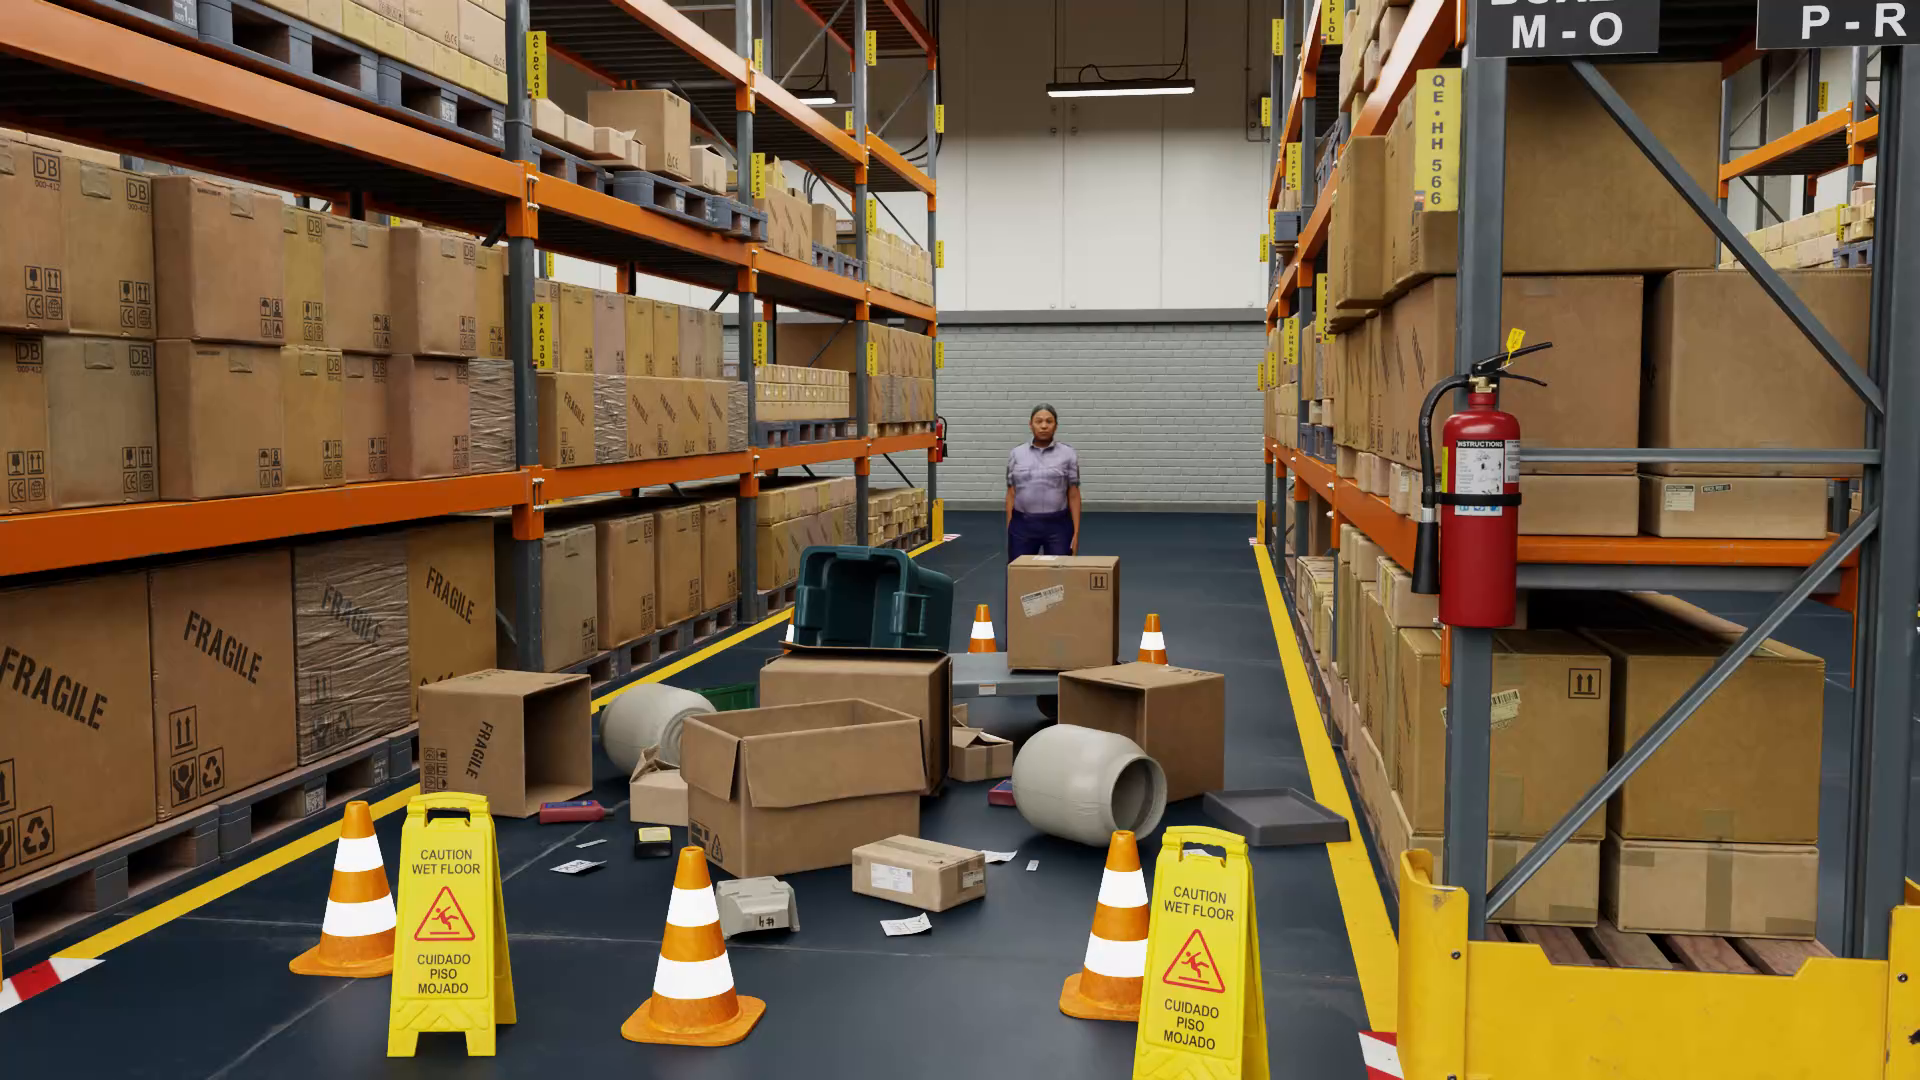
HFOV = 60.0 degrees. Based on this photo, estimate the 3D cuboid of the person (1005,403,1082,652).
[{"bbox_3d":[0.511,-0.002,10.277,0.475,1.684,0.372,1,5,6],"label":"person"}]
